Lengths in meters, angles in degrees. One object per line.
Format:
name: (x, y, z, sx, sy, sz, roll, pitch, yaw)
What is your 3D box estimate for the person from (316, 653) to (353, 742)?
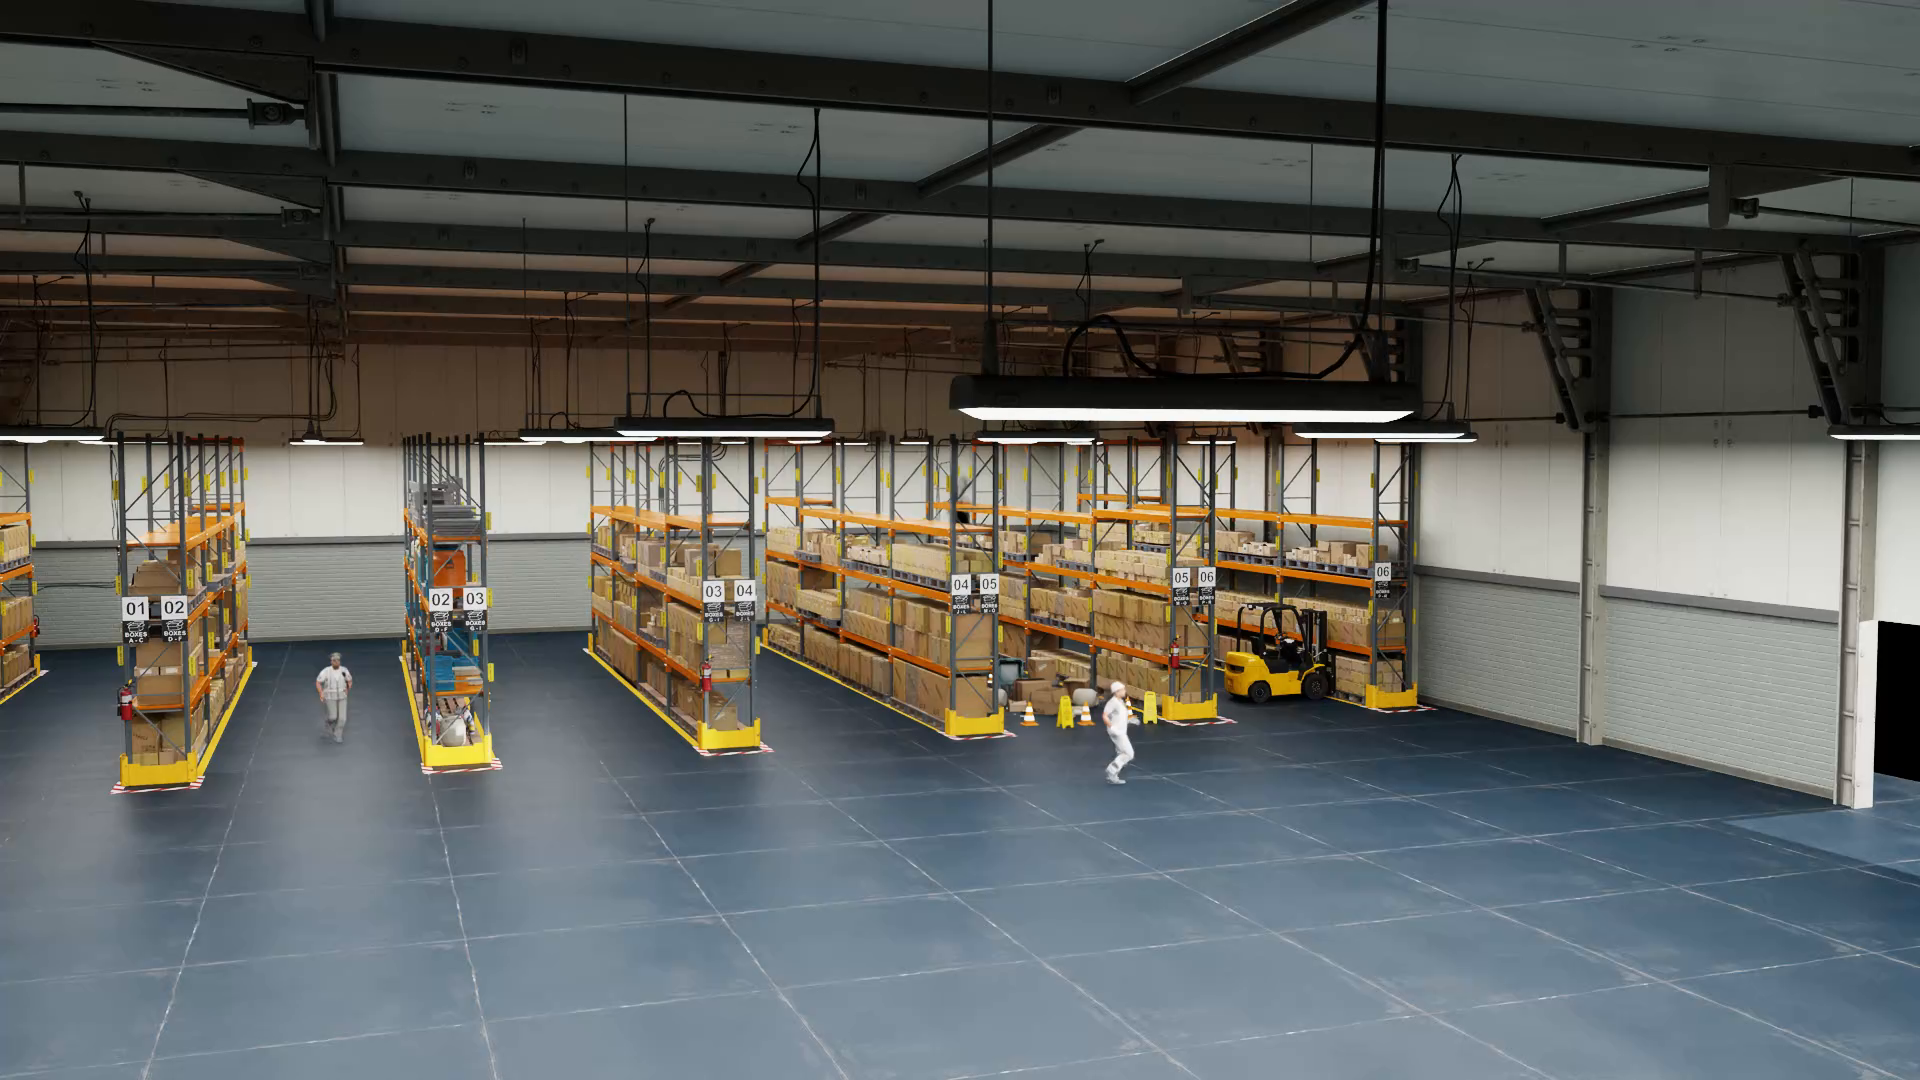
person: (-12.163, 3.062, 32.410, 0.672, 1.741, 0.599, -2, 4, -33)

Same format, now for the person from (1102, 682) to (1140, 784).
person: (2.748, 3.284, 28.197, 0.564, 1.749, 0.665, 1, 3, 16)

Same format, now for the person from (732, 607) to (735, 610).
person: (-6.400, 2.211, 48.574, 0.645, 1.657, 0.695, 2, 4, 31)
